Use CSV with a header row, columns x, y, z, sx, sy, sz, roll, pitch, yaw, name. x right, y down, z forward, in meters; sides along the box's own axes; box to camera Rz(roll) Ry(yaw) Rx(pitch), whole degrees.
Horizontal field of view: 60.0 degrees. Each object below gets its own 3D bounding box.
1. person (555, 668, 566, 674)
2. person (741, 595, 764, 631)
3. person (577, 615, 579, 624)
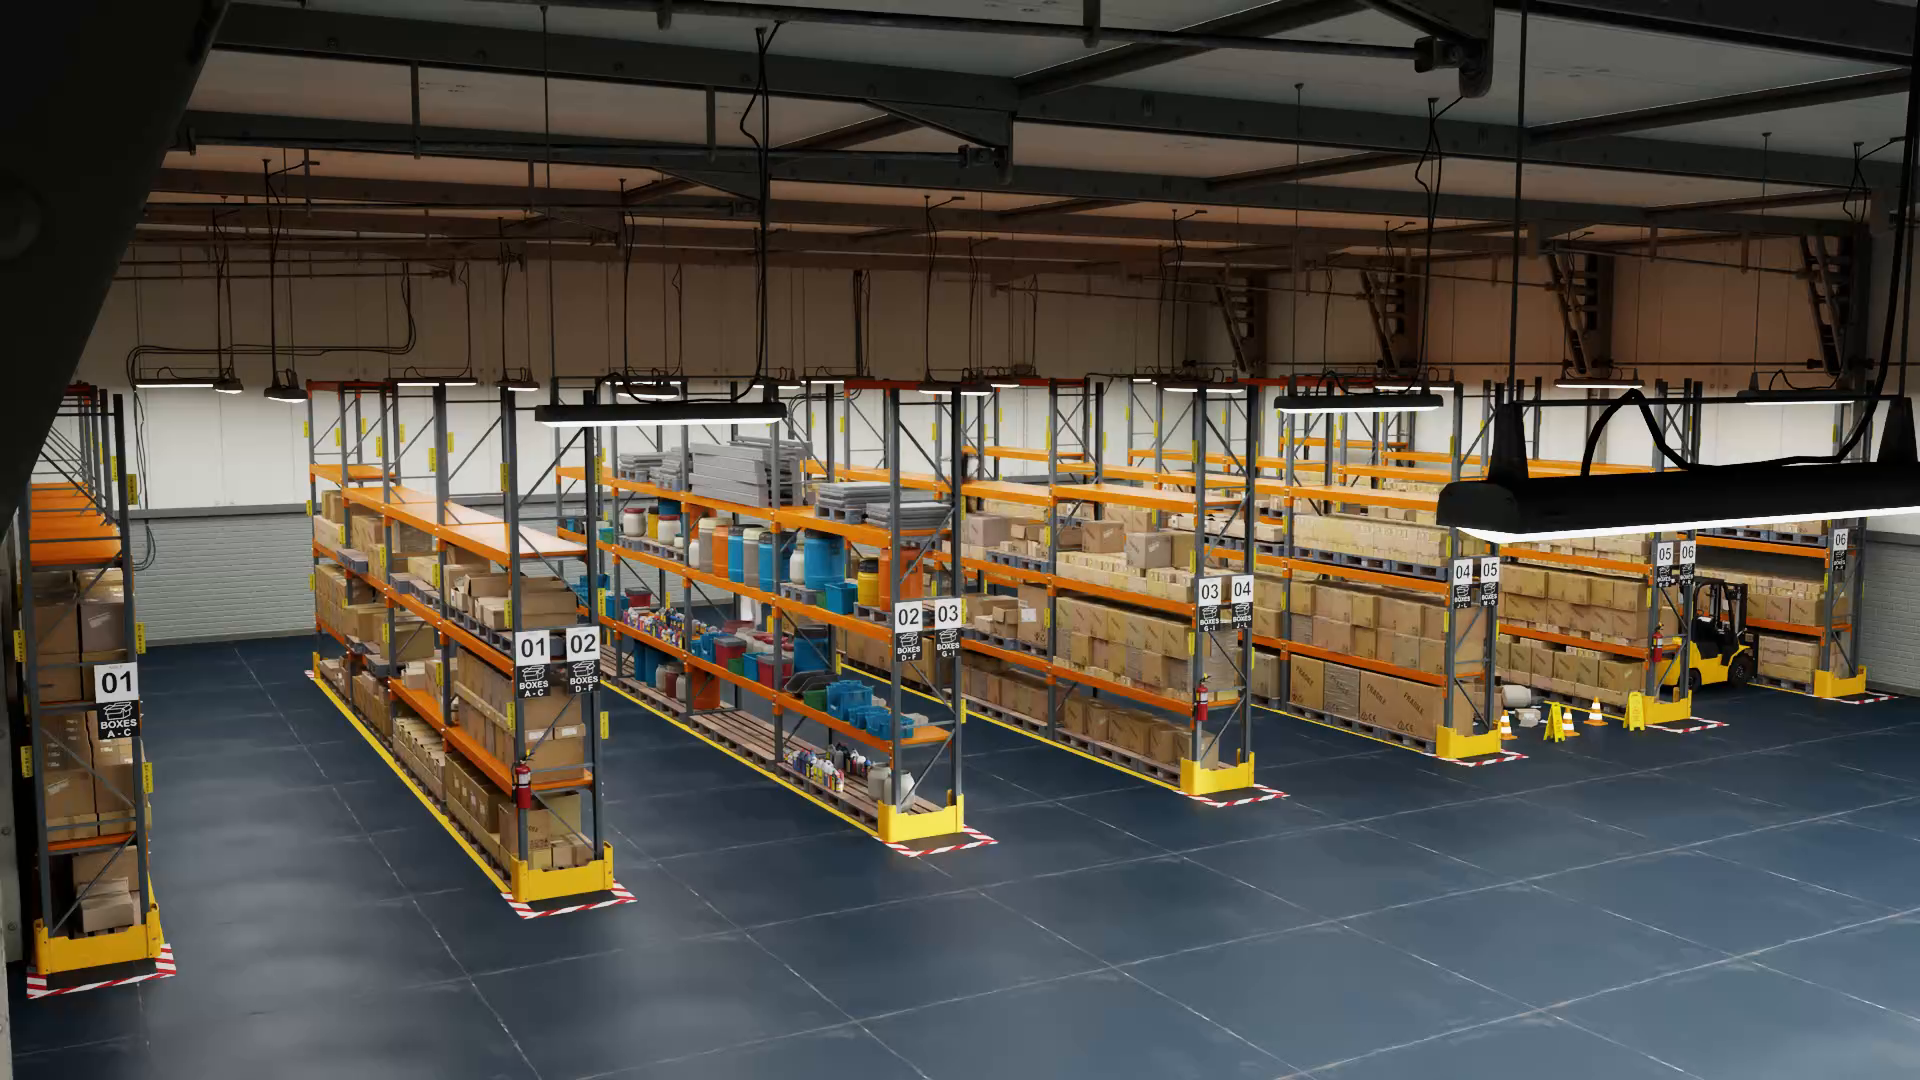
x,y,z,sx,sy,sz,roll,pitch,yaw,name
-6.972,2.526,28.126,0.592,1.708,0.839,-5,8,-40,person
-4.528,1.619,36.088,0.685,1.831,0.802,-3,7,-24,person
-7.166,2.211,30.852,0.608,1.650,0.611,-4,7,-33,person
